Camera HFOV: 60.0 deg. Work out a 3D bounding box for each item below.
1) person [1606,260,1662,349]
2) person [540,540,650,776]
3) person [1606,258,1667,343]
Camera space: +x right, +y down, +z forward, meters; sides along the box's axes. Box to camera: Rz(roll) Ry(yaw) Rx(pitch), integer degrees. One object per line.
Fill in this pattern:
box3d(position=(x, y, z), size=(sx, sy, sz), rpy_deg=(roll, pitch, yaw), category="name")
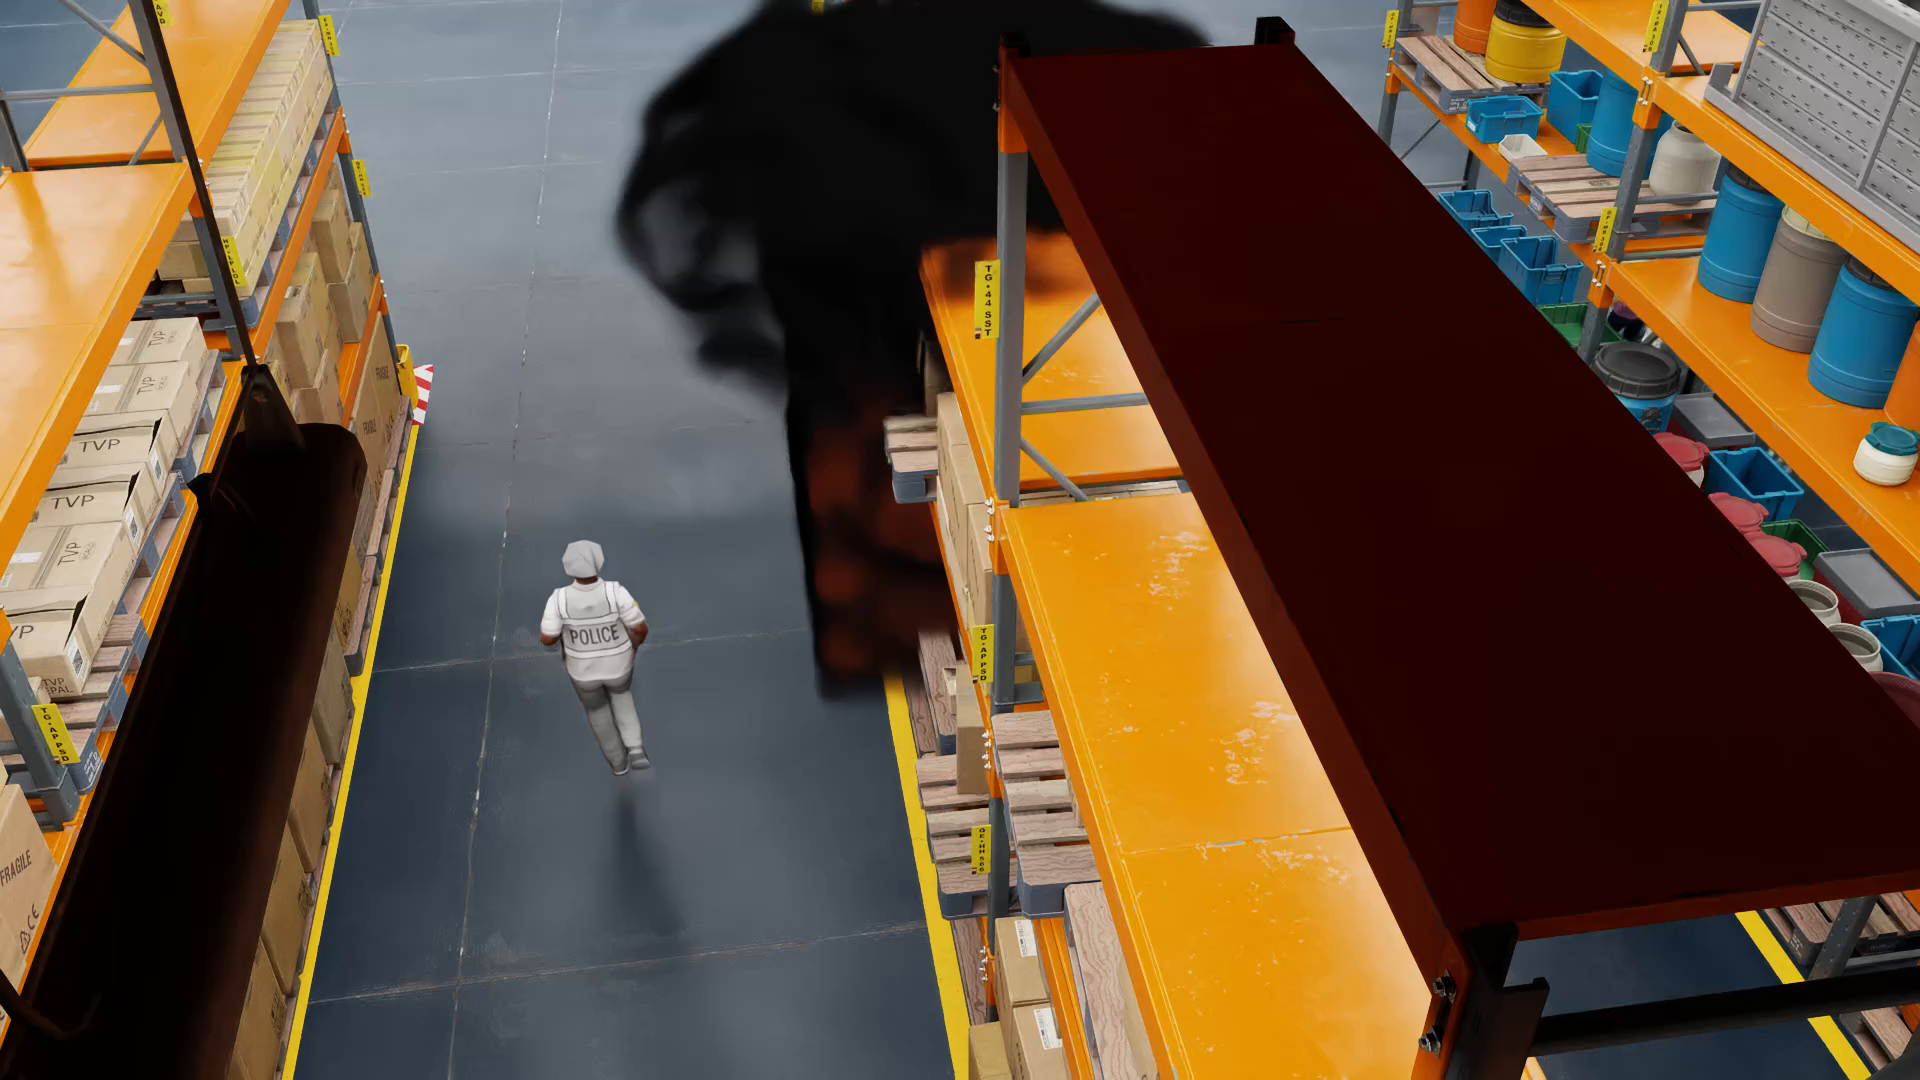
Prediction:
box3d(position=(6.295, -2.567, 15.543), size=(0.772, 1.821, 0.947), rpy_deg=(-11, 38, -14), category="person")
box3d(position=(-2.283, 0.735, 10.502), size=(0.649, 1.779, 0.589), rpy_deg=(-10, 37, -13), category="person")
box3d(position=(6.054, -2.030, 14.902), size=(0.548, 1.568, 0.739), rpy_deg=(-14, 39, -19), category="person")
